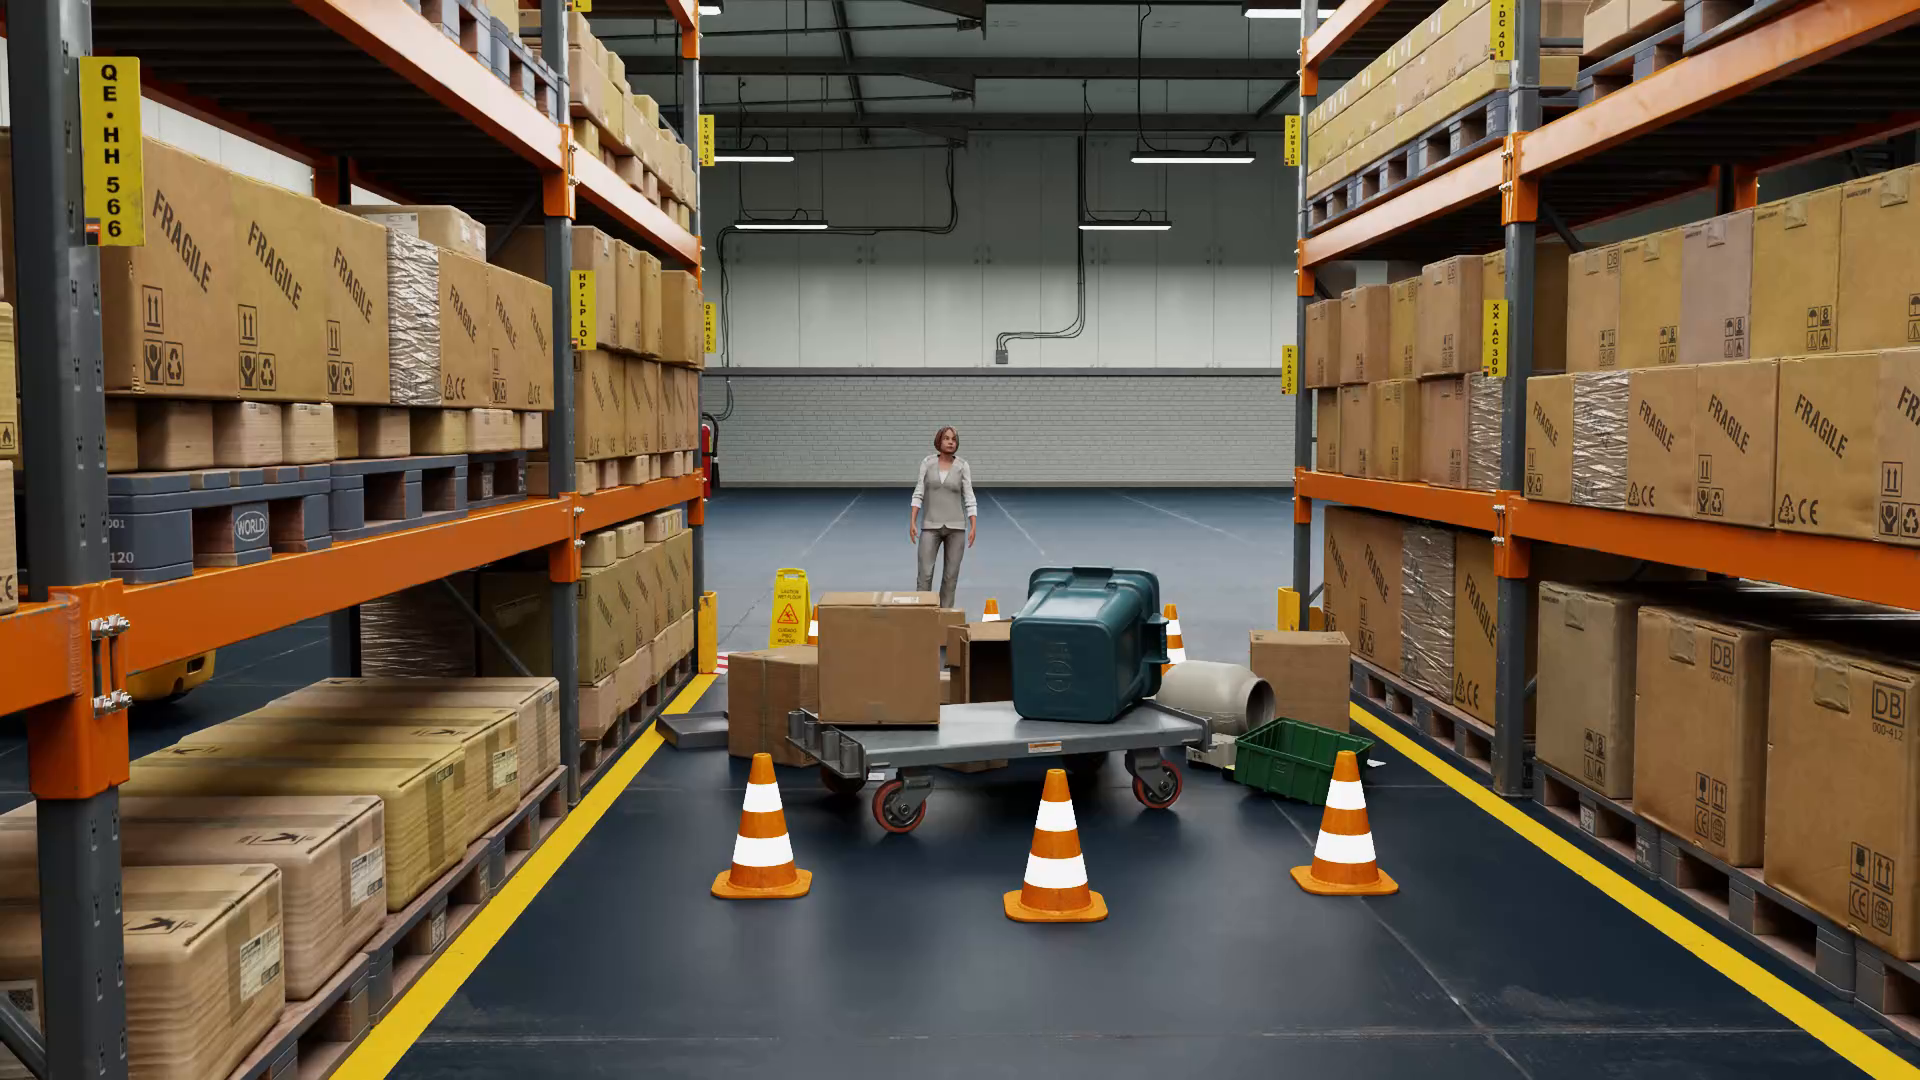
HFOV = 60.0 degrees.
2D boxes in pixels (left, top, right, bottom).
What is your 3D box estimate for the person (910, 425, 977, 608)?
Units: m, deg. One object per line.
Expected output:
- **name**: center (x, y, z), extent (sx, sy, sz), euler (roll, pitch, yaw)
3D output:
- **person**: center (-0.132, -0.047, 12.368), extent (0.520, 1.585, 0.472), euler (0, 4, -1)
